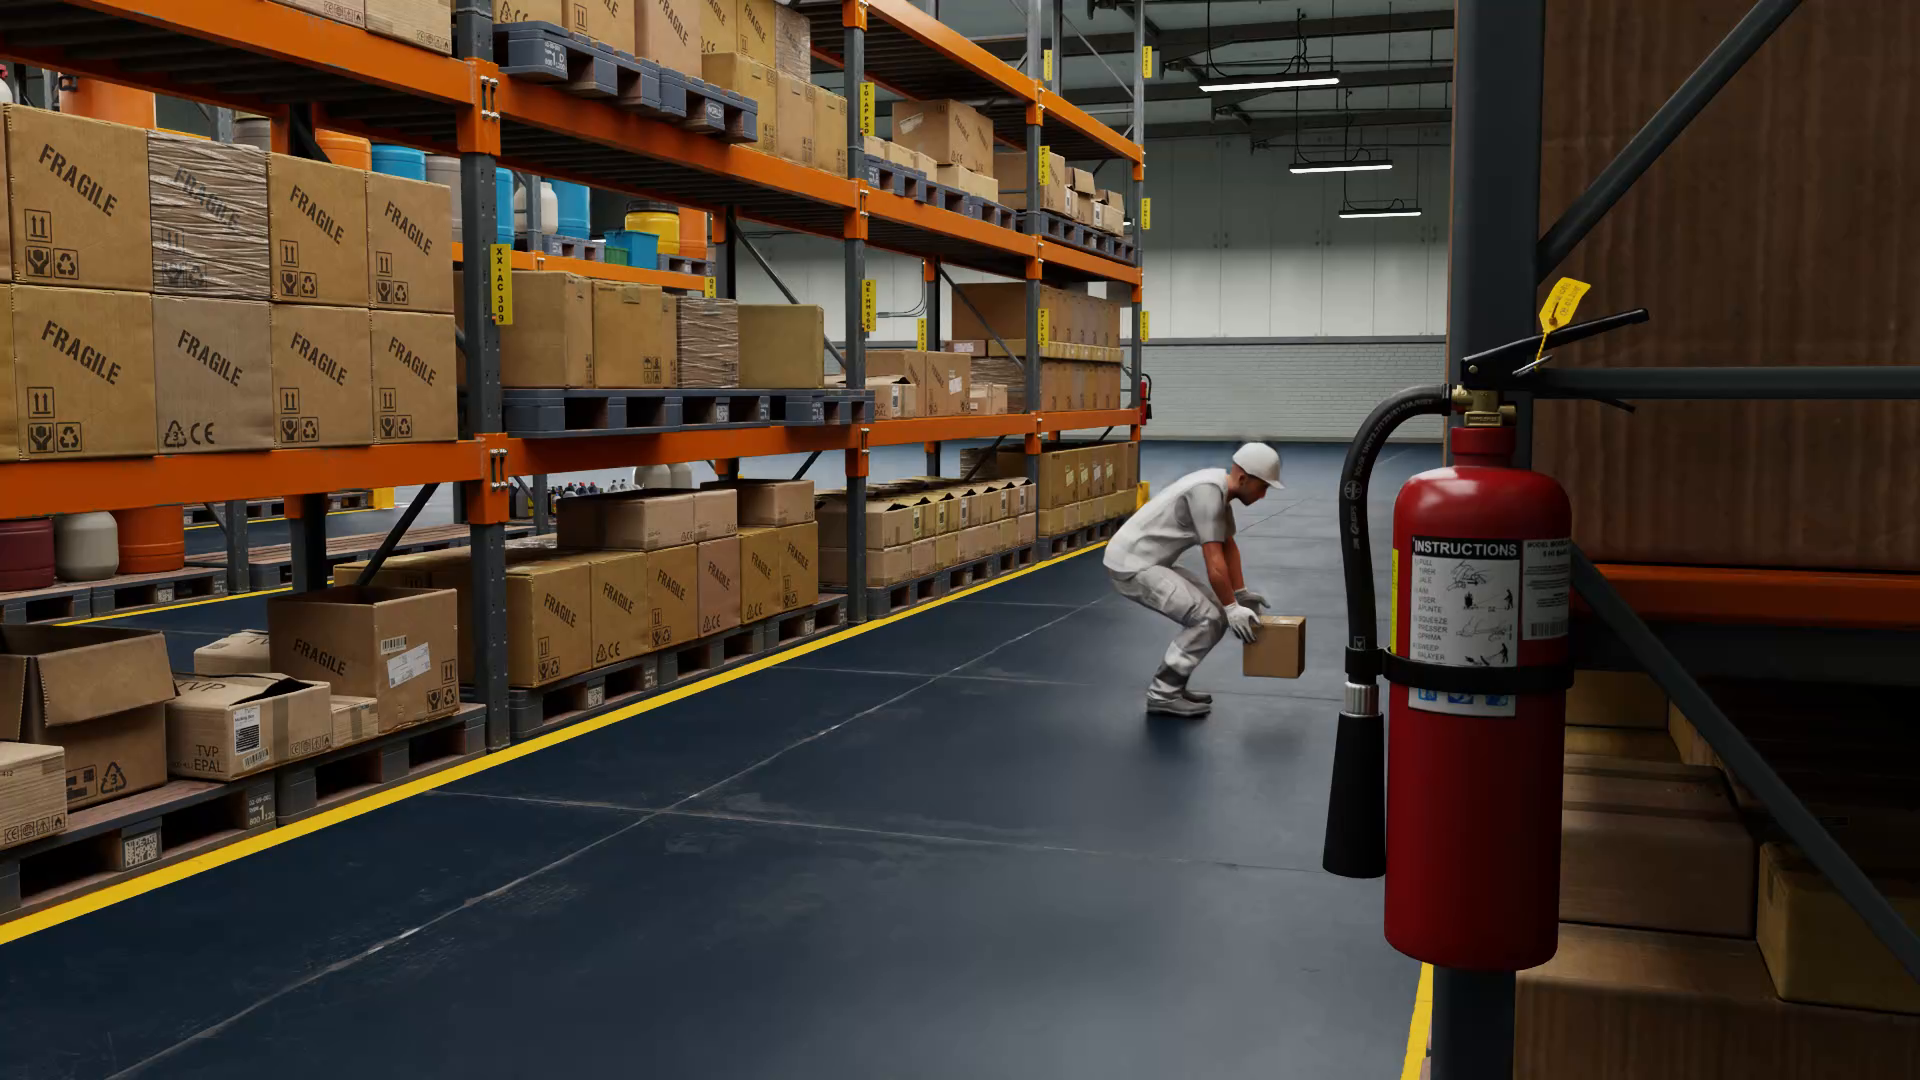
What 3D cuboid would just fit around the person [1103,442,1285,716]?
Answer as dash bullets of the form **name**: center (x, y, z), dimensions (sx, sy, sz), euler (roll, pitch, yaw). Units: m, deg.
- **person**: center (1.099, 0.172, 7.819), dimensions (0.824, 1.267, 0.582), euler (2, 5, 19)
